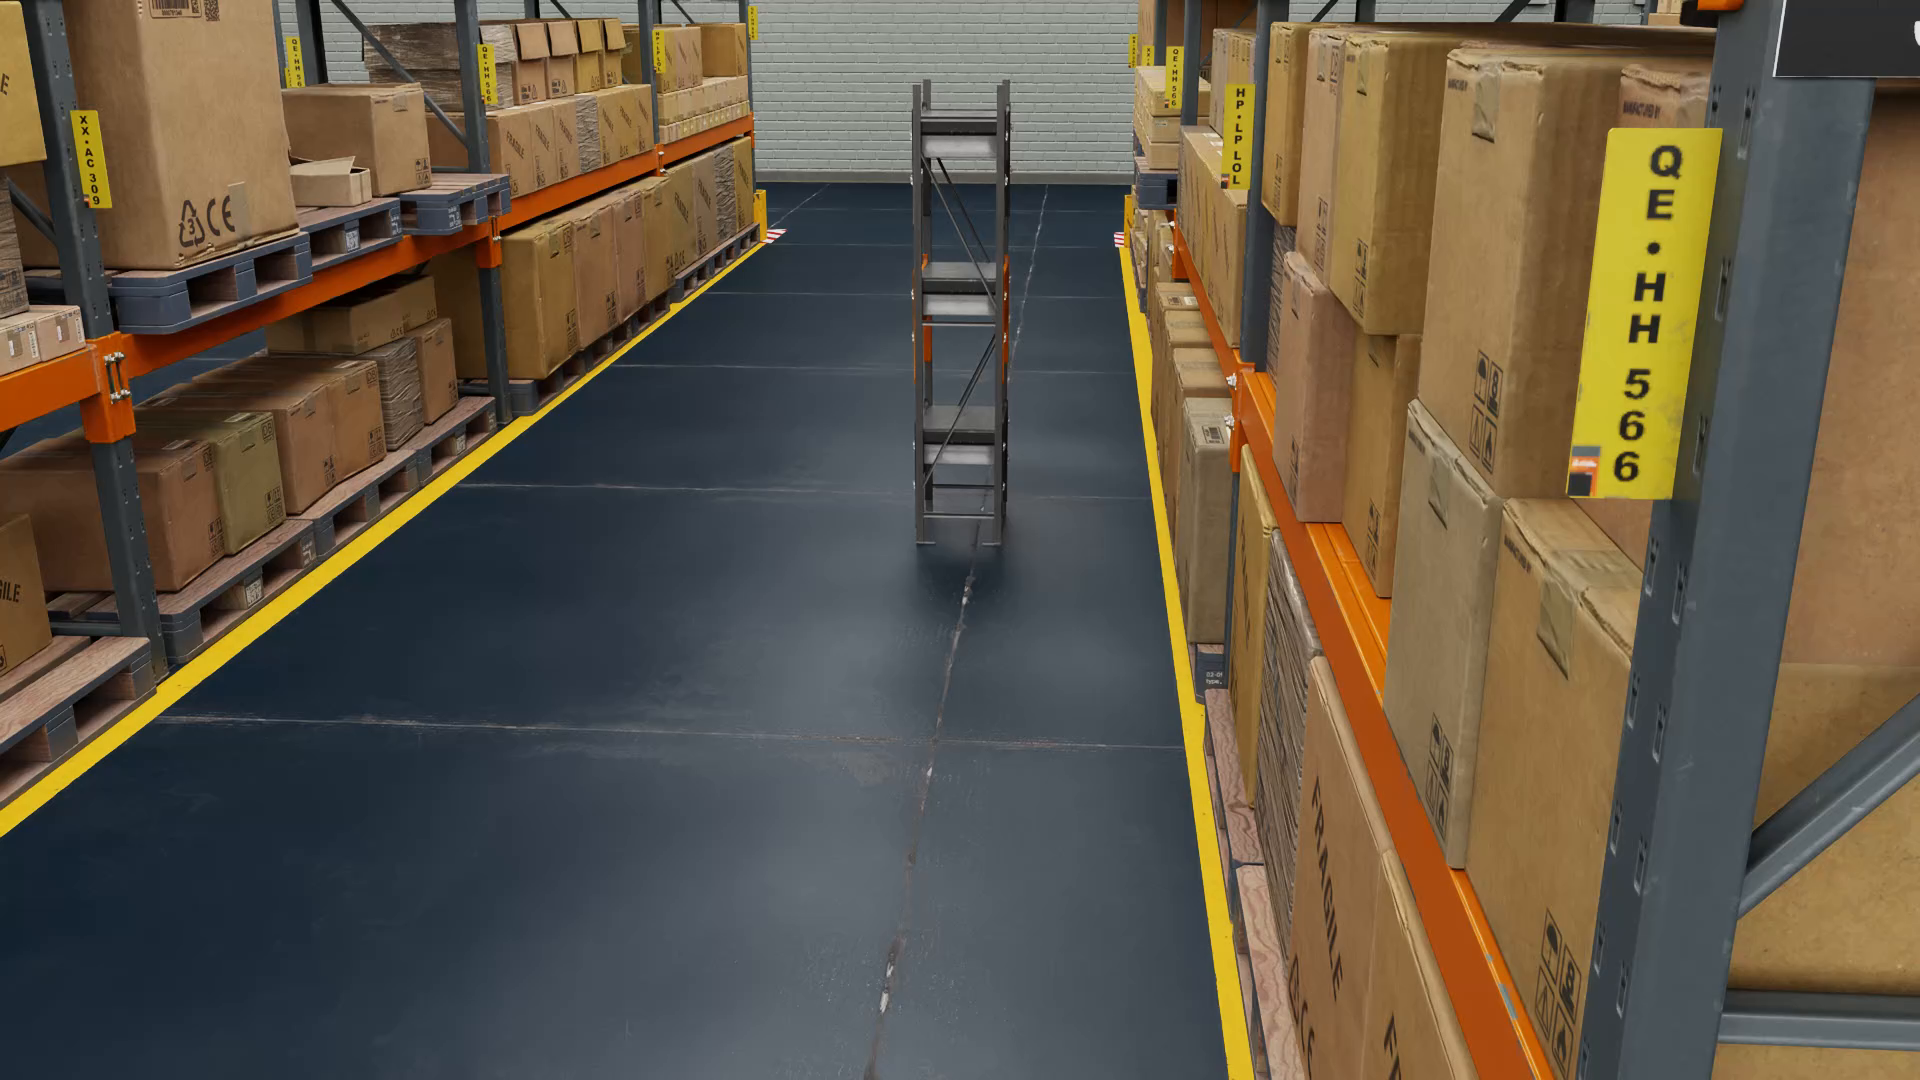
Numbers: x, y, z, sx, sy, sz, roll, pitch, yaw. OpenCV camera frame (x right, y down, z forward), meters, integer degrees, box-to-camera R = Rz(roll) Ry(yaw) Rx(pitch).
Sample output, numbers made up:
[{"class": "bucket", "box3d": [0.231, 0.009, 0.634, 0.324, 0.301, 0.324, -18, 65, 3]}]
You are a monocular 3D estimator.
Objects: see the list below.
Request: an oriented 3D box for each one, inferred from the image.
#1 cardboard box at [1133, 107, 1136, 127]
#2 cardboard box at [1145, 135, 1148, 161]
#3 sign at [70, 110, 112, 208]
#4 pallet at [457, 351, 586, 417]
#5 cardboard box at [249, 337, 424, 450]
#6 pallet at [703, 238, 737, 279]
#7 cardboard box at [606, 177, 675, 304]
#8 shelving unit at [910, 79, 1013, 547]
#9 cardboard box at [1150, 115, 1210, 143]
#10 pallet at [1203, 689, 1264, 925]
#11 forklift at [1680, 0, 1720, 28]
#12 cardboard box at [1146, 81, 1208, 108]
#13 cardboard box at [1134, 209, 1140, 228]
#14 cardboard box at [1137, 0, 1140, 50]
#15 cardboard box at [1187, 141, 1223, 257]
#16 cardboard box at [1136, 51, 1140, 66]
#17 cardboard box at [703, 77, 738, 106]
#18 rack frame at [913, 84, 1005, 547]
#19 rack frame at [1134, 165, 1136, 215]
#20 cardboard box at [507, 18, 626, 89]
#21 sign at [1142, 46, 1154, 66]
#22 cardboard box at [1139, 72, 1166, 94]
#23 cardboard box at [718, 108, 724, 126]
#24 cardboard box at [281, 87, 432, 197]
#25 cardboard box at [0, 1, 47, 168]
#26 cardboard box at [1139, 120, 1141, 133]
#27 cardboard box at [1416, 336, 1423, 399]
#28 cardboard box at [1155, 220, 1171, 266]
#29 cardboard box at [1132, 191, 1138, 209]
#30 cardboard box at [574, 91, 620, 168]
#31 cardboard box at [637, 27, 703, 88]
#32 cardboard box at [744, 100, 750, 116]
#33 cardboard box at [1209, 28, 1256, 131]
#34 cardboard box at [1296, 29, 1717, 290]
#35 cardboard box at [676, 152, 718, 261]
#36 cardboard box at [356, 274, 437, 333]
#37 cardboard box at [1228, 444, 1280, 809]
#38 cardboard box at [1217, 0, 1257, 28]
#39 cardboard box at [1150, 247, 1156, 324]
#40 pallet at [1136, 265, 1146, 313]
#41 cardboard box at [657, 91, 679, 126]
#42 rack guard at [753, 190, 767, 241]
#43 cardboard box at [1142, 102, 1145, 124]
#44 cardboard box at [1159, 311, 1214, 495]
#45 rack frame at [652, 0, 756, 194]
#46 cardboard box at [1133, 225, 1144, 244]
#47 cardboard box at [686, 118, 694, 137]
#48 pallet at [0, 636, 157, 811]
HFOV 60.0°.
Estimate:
[{"class": "cardboard box", "box3d": [1.513, -3.209, 12.627, 0.380, 0.149, 0.250, 0, 18, 1]}, {"class": "cardboard box", "box3d": [1.328, -2.399, 10.156, 0.380, 0.149, 0.250, 2, 18, 5]}, {"class": "sign", "box3d": [-2.972, -1.300, 5.682, 0.100, 0.325, 0.005, 1, 18, 4]}, {"class": "pallet", "box3d": [-3.095, -1.058, 10.814, 1.003, 0.211, 1.213, 1, 18, 4]}, {"class": "cardboard box", "box3d": [-3.282, -0.780, 8.795, 0.700, 0.500, 0.500, 0, 18, -1]}, {"class": "pallet", "box3d": [-2.723, -2.672, 15.738, 1.003, 0.211, 1.213, 1, 18, 4]}, {"class": "cardboard box", "box3d": [-2.966, -2.373, 13.086, 1.225, 0.875, 0.875, 1, 18, 4]}, {"class": "shelving unit", "box3d": [0.012, -1.049, 7.753, 0.431, 2.100, 0.503, 1, 18, 4]}, {"class": "cardboard box", "box3d": [1.294, -2.383, 9.631, 0.380, 0.149, 0.250, 2, 18, 5]}, {"class": "pallet", "box3d": [1.294, 0.804, 5.131, 1.003, 0.211, 1.213, 1, 18, 4]}, {"class": "forklift", "box3d": [4.305, -1.629, 8.188, 1.130, 2.935, 3.031, -12, 21, -32]}, {"class": "cardboard box", "box3d": [1.345, -2.766, 10.320, 0.380, 0.149, 0.250, 2, 18, 6]}, {"class": "cardboard box", "box3d": [1.861, -3.073, 15.910, 0.380, 0.149, 0.250, 2, 18, 6]}, {"class": "cardboard box", "box3d": [1.990, -5.013, 16.162, 0.500, 0.500, 0.500, 1, 18, 4]}, {"class": "cardboard box", "box3d": [1.341, -1.598, 7.821, 0.500, 0.500, 0.500, 1, 18, 4]}, {"class": "cardboard box", "box3d": [1.979, -4.538, 16.318, 0.500, 0.500, 0.500, 2, 18, 7]}, {"class": "cardboard box", "box3d": [-2.460, -4.381, 16.239, 0.500, 0.250, 0.500, 1, 18, 3]}, {"class": "rack frame", "box3d": [-0.006, -0.973, 7.522, 0.400, 2.100, 0.015, 1, 18, 4]}, {"class": "rack frame", "box3d": [2.287, -4.483, 16.787, 1.000, 3.000, 0.127, 1, 18, 4]}, {"class": "cardboard box", "box3d": [-2.978, -3.708, 12.651, 0.797, 0.503, 0.637, 1, 18, 2]}, {"class": "sign", "box3d": [1.458, -3.662, 12.890, 0.100, 0.325, 0.005, 1, 18, 4]}, {"class": "cardboard box", "box3d": [1.440, -3.168, 11.548, 0.380, 0.149, 0.250, 1, 18, 3]}, {"class": "cardboard box", "box3d": [-2.440, -3.990, 15.685, 0.380, 0.149, 0.250, 1, 18, 4]}, {"class": "cardboard box", "box3d": [-3.166, -2.043, 8.506, 0.700, 0.500, 0.500, 4, 19, 12]}, {"class": "cardboard box", "box3d": [-3.271, -1.416, 5.183, 0.500, 0.500, 0.500, 1, 18, 4]}, {"class": "cardboard box", "box3d": [1.425, -2.803, 11.389, 0.380, 0.149, 0.250, 1, 18, 3]}, {"class": "cardboard box", "box3d": [1.304, -0.043, 2.998, 0.875, 0.550, 0.550, 1, 18, 4]}, {"class": "cardboard box", "box3d": [1.607, -2.061, 11.532, 0.500, 0.250, 0.500, 2, 18, 6]}, {"class": "cardboard box", "box3d": [1.865, -3.291, 16.099, 0.380, 0.149, 0.250, 1, 18, 4]}, {"class": "cardboard box", "box3d": [-2.774, -2.963, 11.987, 0.500, 0.500, 0.500, 1, 18, 3]}, {"class": "cardboard box", "box3d": [-2.575, -4.267, 14.685, 0.500, 0.500, 0.500, 1, 18, 2]}, {"class": "cardboard box", "box3d": [-2.350, -4.388, 16.899, 0.380, 0.149, 0.250, 2, 18, 5]}, {"class": "cardboard box", "box3d": [1.671, -2.382, 8.608, 0.700, 0.500, 0.500, 1, 18, 4]}, {"class": "cardboard box", "box3d": [1.266, -0.888, 3.842, 0.875, 0.550, 0.550, 1, 18, 4]}, {"class": "cardboard box", "box3d": [-2.749, -3.055, 15.168, 0.875, 0.875, 0.875, 1, 18, 4]}, {"class": "cardboard box", "box3d": [-3.245, -1.309, 9.204, 0.500, 0.250, 0.500, 2, 18, 6]}, {"class": "cardboard box", "box3d": [1.311, 0.248, 5.087, 0.875, 0.875, 0.875, 2, 18, 5]}, {"class": "cardboard box", "box3d": [2.275, -4.039, 13.189, 0.500, 0.500, 0.500, 2, 18, 5]}, {"class": "cardboard box", "box3d": [1.646, -1.864, 12.135, 0.500, 0.500, 0.500, 2, 18, 6]}, {"class": "pallet", "box3d": [2.013, -2.125, 14.068, 1.003, 0.211, 1.213, 1, 18, 4]}, {"class": "cardboard box", "box3d": [-2.645, -3.593, 13.833, 0.500, 0.250, 0.500, 1, 18, 3]}, {"class": "rack guard", "box3d": [-2.652, -3.445, 17.632, 1.175, 0.500, 0.348, 1, 18, 4]}, {"class": "cardboard box", "box3d": [1.385, -2.784, 10.853, 0.380, 0.149, 0.250, 2, 18, 5]}, {"class": "cardboard box", "box3d": [1.520, -0.670, 8.089, 1.050, 0.750, 0.750, 2, 18, 5]}, {"class": "rack frame", "box3d": [-2.653, -4.625, 17.220, 1.000, 3.000, 0.127, 1, 18, 4]}, {"class": "cardboard box", "box3d": [1.854, -2.935, 15.966, 0.380, 0.149, 0.250, 2, 18, 5]}, {"class": "cardboard box", "box3d": [-2.533, -3.593, 14.474, 0.380, 0.149, 0.250, 1, 18, 2]}, {"class": "pallet", "box3d": [-3.527, 0.637, 5.641, 1.003, 0.211, 1.213, 1, 18, 4]}]
